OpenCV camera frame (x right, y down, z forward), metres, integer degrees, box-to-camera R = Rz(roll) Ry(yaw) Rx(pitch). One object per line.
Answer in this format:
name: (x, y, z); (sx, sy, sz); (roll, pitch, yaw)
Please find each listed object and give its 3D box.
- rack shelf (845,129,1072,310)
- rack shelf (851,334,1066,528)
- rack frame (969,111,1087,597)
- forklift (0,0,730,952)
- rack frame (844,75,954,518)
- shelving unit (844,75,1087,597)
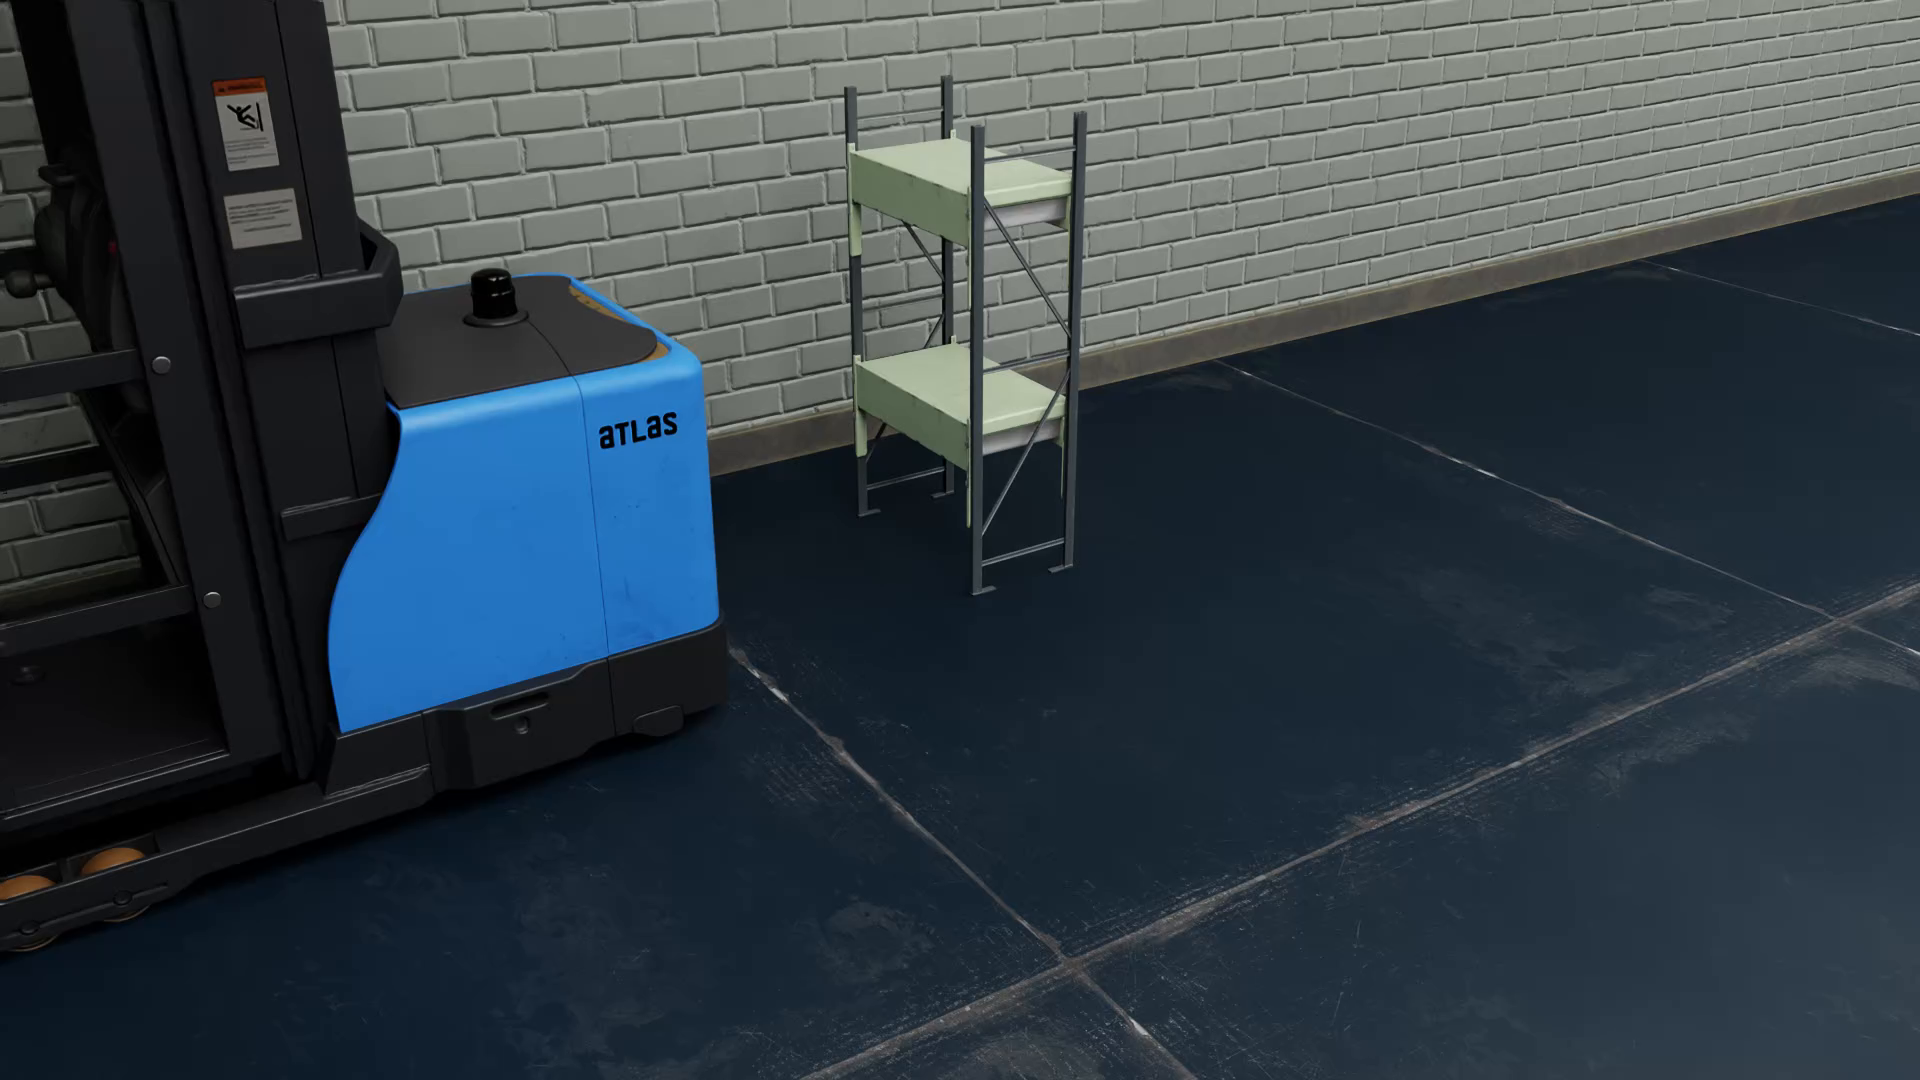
rack shelf: (0.004, -1.029, 5.258); (0.431, 0.370, 0.720); (-16, 29, -30)
rack shelf: (0.004, -0.381, 5.564); (0.431, 0.370, 0.720); (-16, 29, -30)
rack frame: (0.203, -0.545, 5.147); (0.400, 1.500, 0.023); (-16, 29, -30)
forklift: (-2.160, -0.650, 3.694); (3.031, 2.935, 1.130); (-16, 30, -30)
rack frame: (-0.196, -0.807, 5.702); (0.400, 1.500, 0.023); (-16, 29, -30)
shelving unit: (0.004, -0.676, 5.425); (0.431, 1.500, 0.755); (-16, 29, -30)
